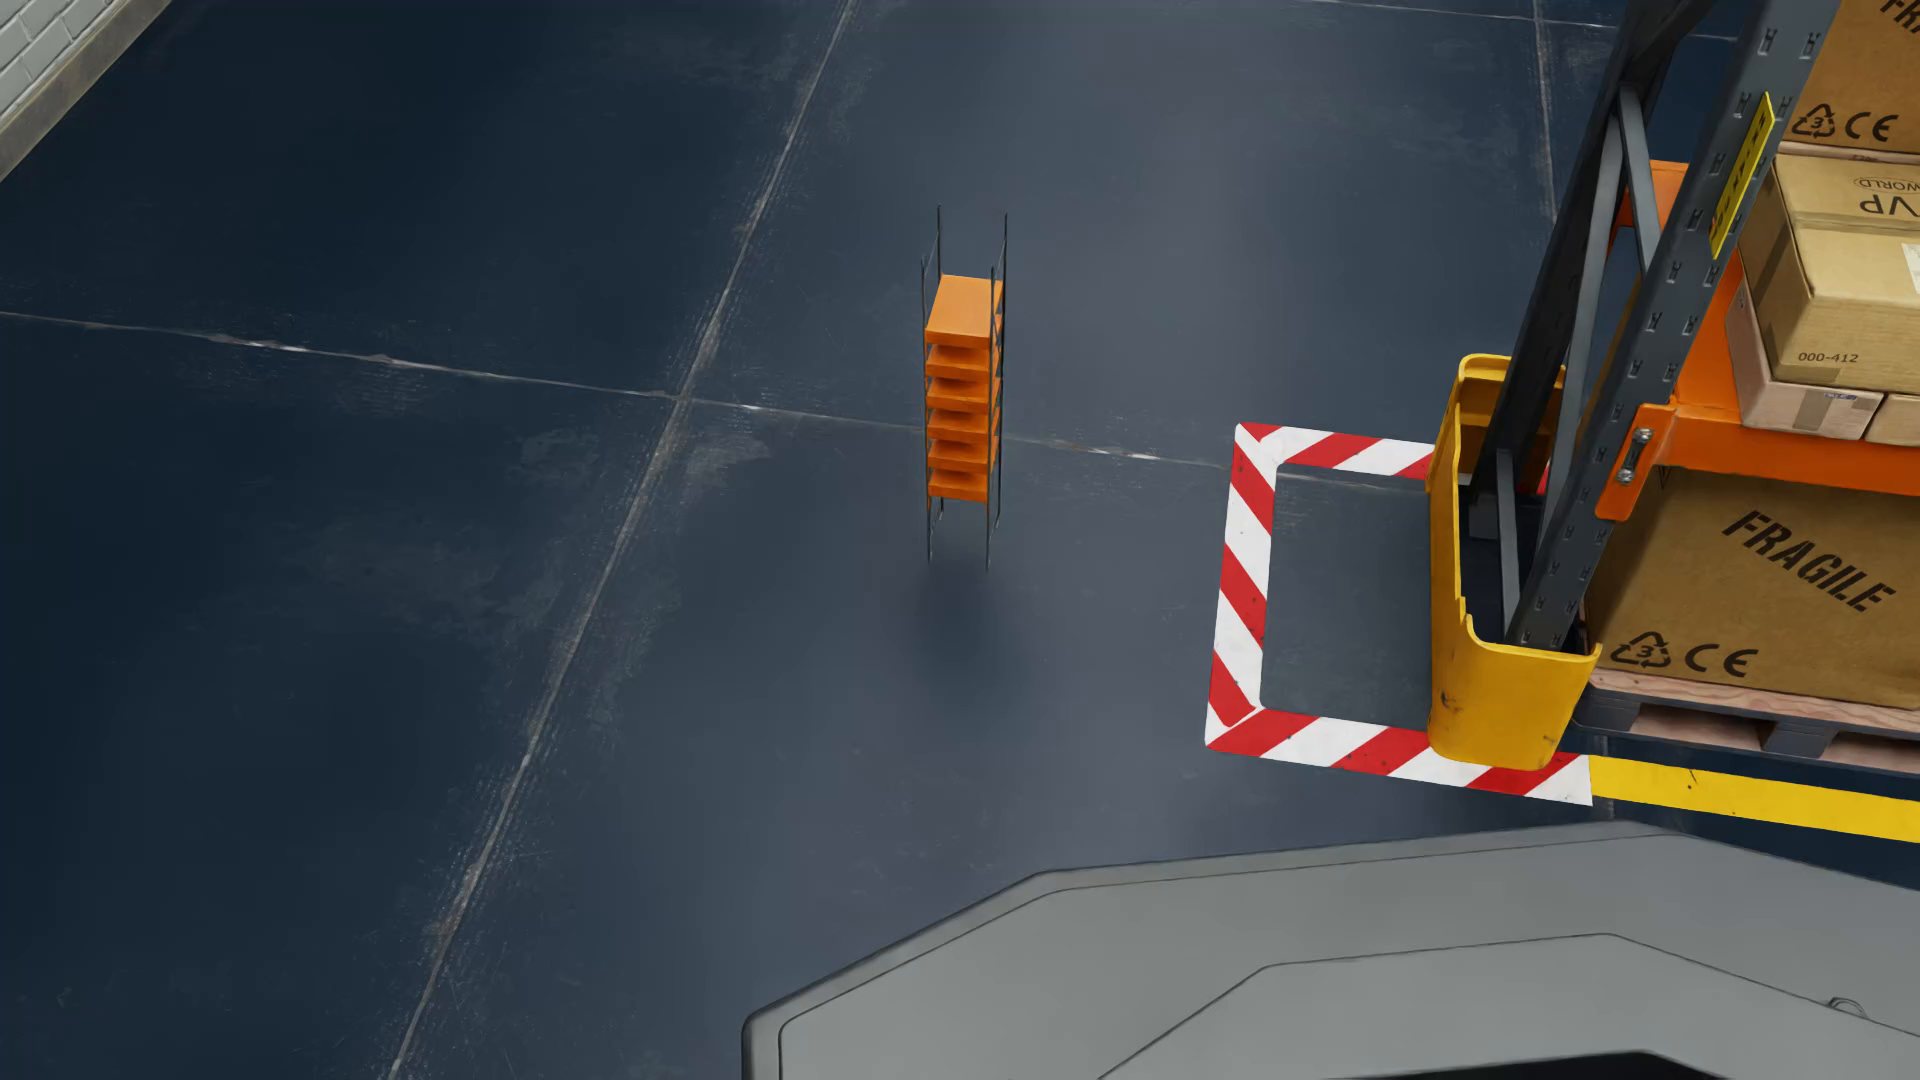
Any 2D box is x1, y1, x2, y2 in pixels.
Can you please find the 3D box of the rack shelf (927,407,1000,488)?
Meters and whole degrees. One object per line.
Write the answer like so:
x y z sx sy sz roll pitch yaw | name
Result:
0.014 -0.289 4.924 0.180 0.103 0.258 8 49 7 | rack shelf

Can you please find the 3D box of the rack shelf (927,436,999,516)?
0.014 -0.209 5.014 0.180 0.103 0.258 8 49 7 | rack shelf

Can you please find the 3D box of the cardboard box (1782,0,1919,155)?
2.146 -1.221 3.727 0.500 0.500 0.500 8 49 7 | cardboard box

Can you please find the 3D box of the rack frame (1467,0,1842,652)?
1.619 -0.793 3.946 0.127 3.000 1.000 8 49 7 | rack frame

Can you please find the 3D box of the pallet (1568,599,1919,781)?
2.420 0.188 4.940 1.213 0.211 1.003 8 49 7 | pallet

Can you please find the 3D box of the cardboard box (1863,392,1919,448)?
2.163 -0.388 3.751 0.250 0.149 0.380 7 48 6 | cardboard box

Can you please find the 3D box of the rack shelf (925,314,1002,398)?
0.014 -0.530 4.657 0.180 0.103 0.258 8 49 7 | rack shelf

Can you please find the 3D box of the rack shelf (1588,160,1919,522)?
3.588 -0.288 3.976 4.000 0.370 1.077 8 49 7 | rack shelf

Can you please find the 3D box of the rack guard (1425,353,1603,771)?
1.596 0.039 4.879 0.348 0.500 1.175 8 49 7 | rack guard

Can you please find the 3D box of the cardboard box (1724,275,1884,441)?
1.910 -0.421 3.780 0.250 0.149 0.380 8 49 7 | cardboard box

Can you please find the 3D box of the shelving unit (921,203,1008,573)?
0.014 -0.399 4.802 0.189 1.200 0.258 8 49 7 | shelving unit

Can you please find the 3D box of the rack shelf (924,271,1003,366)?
0.014 -0.610 4.567 0.180 0.103 0.258 8 49 7 | rack shelf

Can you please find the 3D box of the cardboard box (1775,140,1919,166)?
2.144 -0.972 4.008 0.500 0.250 0.500 7 48 6 | cardboard box

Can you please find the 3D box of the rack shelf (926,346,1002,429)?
0.014 -0.450 4.746 0.180 0.103 0.258 8 49 7 | rack shelf

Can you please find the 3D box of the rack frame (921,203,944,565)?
-0.076 -0.411 4.813 0.006 1.200 0.240 8 49 7 | rack frame

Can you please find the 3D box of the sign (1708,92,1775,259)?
1.515 -0.703 3.230 0.005 0.325 0.100 8 49 7 | sign

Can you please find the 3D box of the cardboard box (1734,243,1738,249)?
2.028 -0.903 4.214 0.250 0.149 0.380 9 49 8 | cardboard box

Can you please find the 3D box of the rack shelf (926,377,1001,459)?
0.014 -0.369 4.835 0.180 0.103 0.258 8 49 7 | rack shelf

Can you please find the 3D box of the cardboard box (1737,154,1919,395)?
2.044 -0.581 3.656 0.500 0.250 0.500 7 48 6 | cardboard box

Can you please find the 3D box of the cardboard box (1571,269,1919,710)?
2.263 -0.197 4.557 0.875 0.875 0.875 8 49 7 | cardboard box

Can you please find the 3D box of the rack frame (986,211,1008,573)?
0.104 -0.387 4.791 0.006 1.200 0.240 8 49 7 | rack frame

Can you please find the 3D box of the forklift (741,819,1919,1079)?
0.376 1.730 1.725 1.130 2.935 3.031 -4 48 -4 | forklift
